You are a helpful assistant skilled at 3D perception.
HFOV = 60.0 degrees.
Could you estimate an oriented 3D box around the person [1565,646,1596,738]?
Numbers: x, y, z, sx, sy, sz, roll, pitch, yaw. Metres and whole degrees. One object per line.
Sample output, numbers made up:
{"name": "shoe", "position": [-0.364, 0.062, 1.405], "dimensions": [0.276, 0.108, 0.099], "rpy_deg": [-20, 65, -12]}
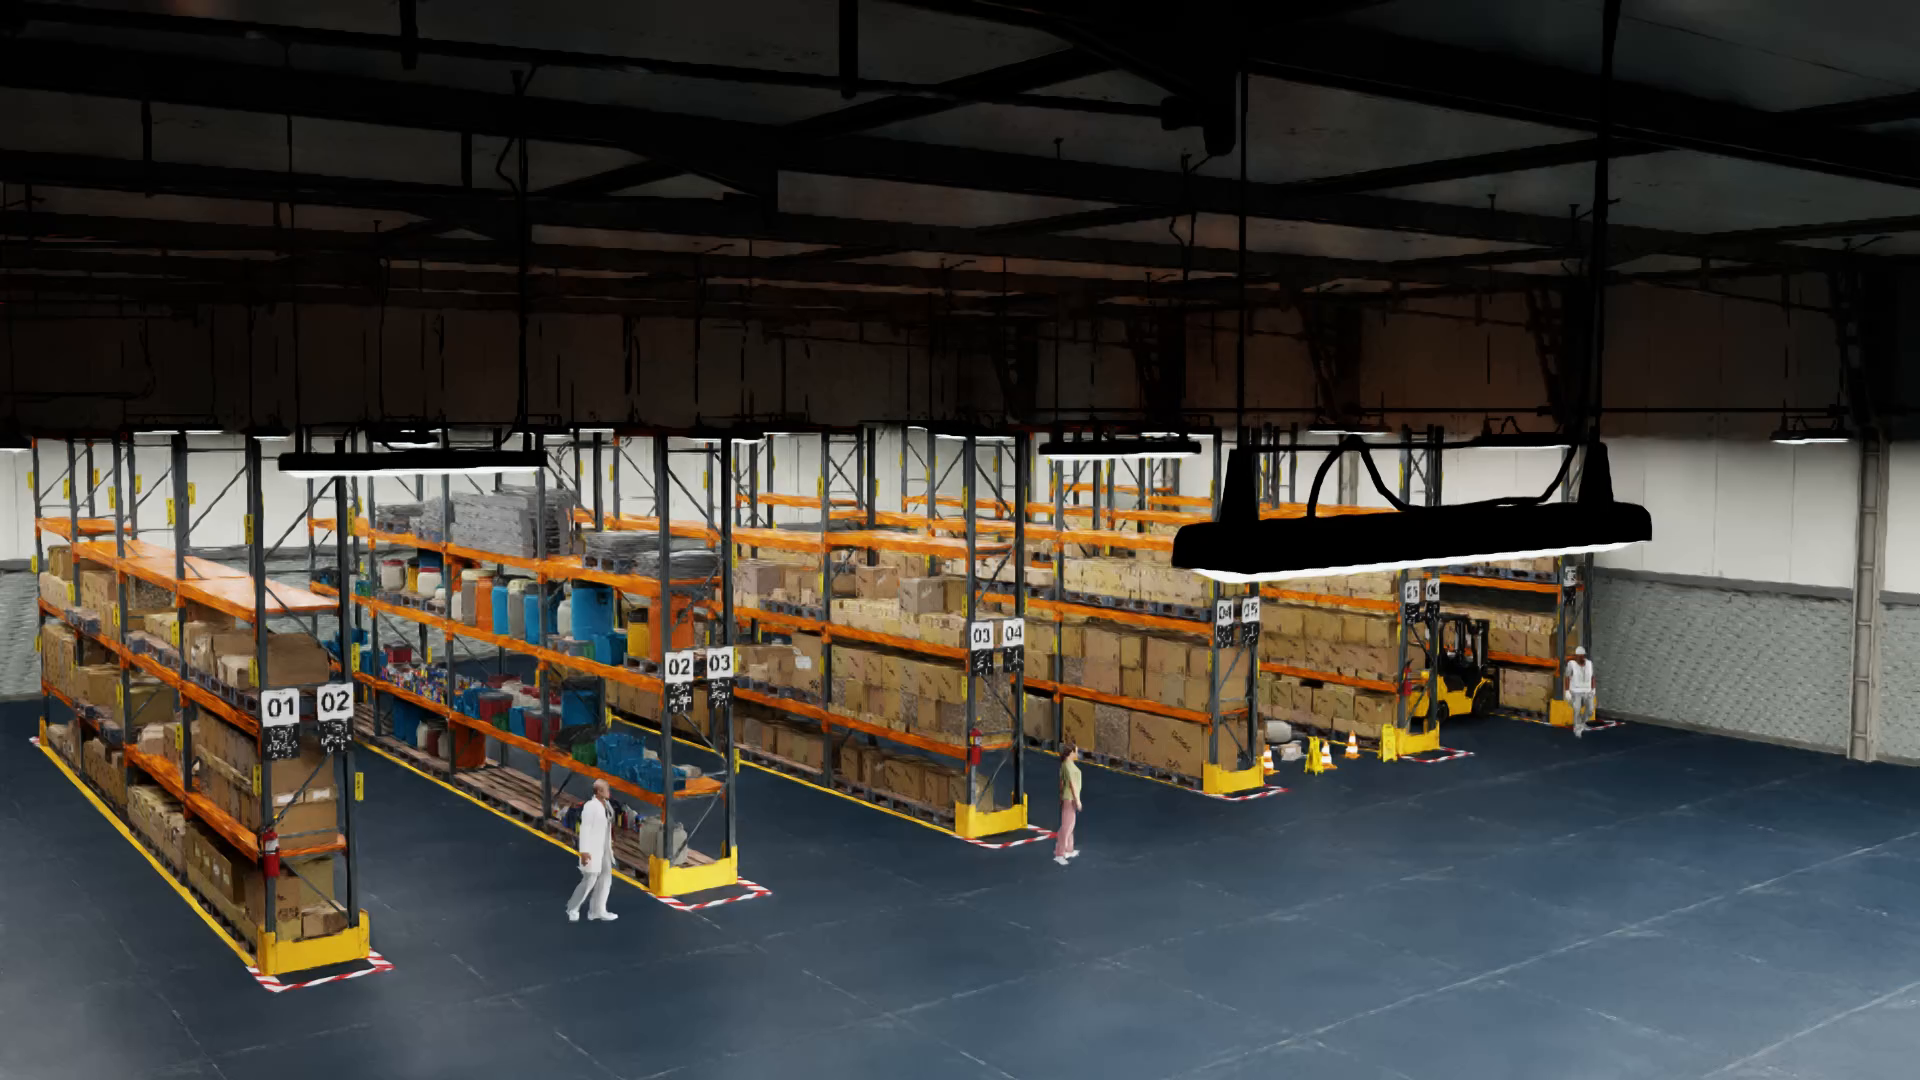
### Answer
{"name": "person", "position": [12.000, 2.923, 32.193], "dimensions": [0.600, 1.778, 0.574], "rpy_deg": [0, 4, 0]}

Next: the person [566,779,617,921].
{"name": "person", "position": [-4.582, 3.833, 20.607], "dimensions": [0.619, 1.766, 0.616], "rpy_deg": [1, 5, 18]}

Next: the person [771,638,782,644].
{"name": "person", "position": [-3.694, 2.836, 33.651], "dimensions": [0.570, 1.683, 0.375], "rpy_deg": [3, 5, 31]}

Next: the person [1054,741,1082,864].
{"name": "person", "position": [1.512, 3.793, 23.321], "dimensions": [0.419, 1.416, 0.639], "rpy_deg": [0, 5, -6]}
